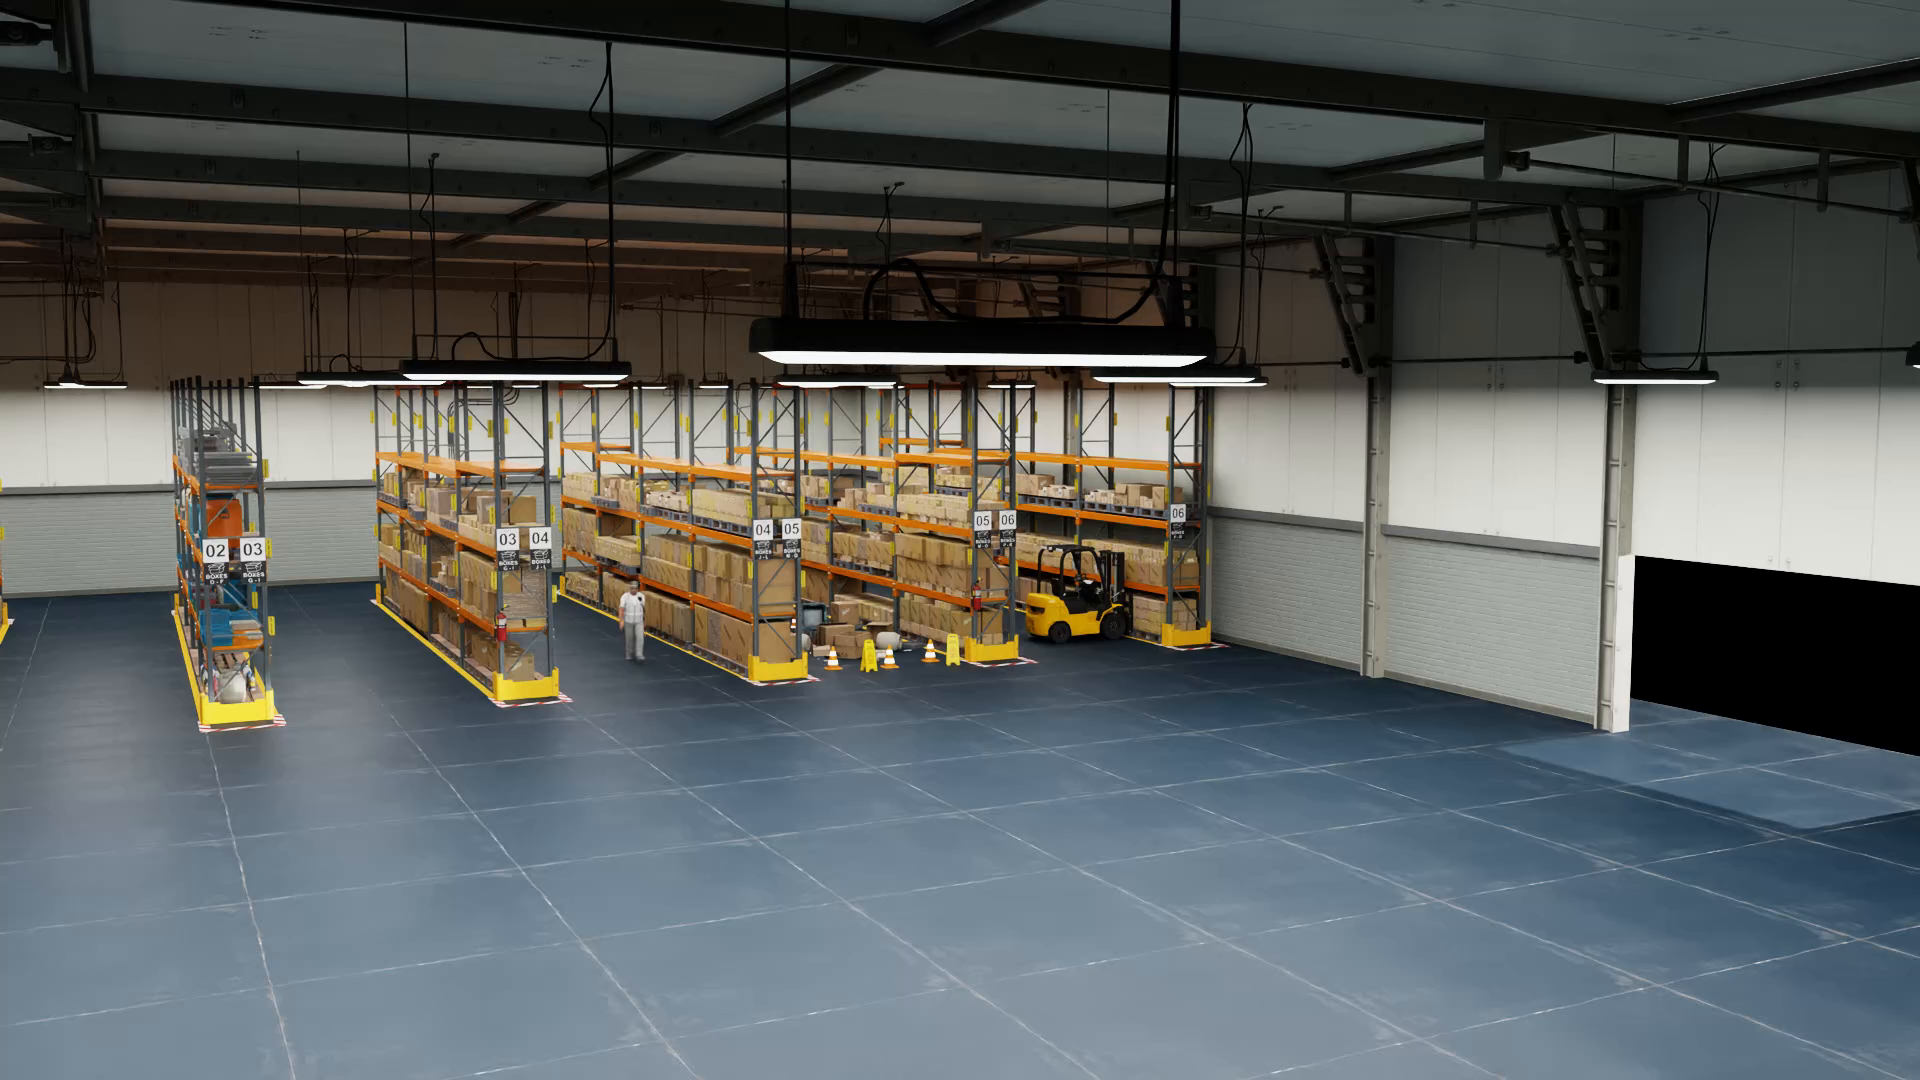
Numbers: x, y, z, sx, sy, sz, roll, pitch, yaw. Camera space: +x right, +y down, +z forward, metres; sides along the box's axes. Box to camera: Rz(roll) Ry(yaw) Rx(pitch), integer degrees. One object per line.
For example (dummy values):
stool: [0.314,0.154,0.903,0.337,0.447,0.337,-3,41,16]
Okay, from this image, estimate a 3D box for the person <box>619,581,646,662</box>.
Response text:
person: [-6.930,1.724,35.242,0.590,1.709,0.955,-2,5,-19]

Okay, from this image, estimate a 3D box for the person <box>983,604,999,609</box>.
person: [0.754,1.405,40.265,0.570,1.498,0.727,-2,6,-26]
